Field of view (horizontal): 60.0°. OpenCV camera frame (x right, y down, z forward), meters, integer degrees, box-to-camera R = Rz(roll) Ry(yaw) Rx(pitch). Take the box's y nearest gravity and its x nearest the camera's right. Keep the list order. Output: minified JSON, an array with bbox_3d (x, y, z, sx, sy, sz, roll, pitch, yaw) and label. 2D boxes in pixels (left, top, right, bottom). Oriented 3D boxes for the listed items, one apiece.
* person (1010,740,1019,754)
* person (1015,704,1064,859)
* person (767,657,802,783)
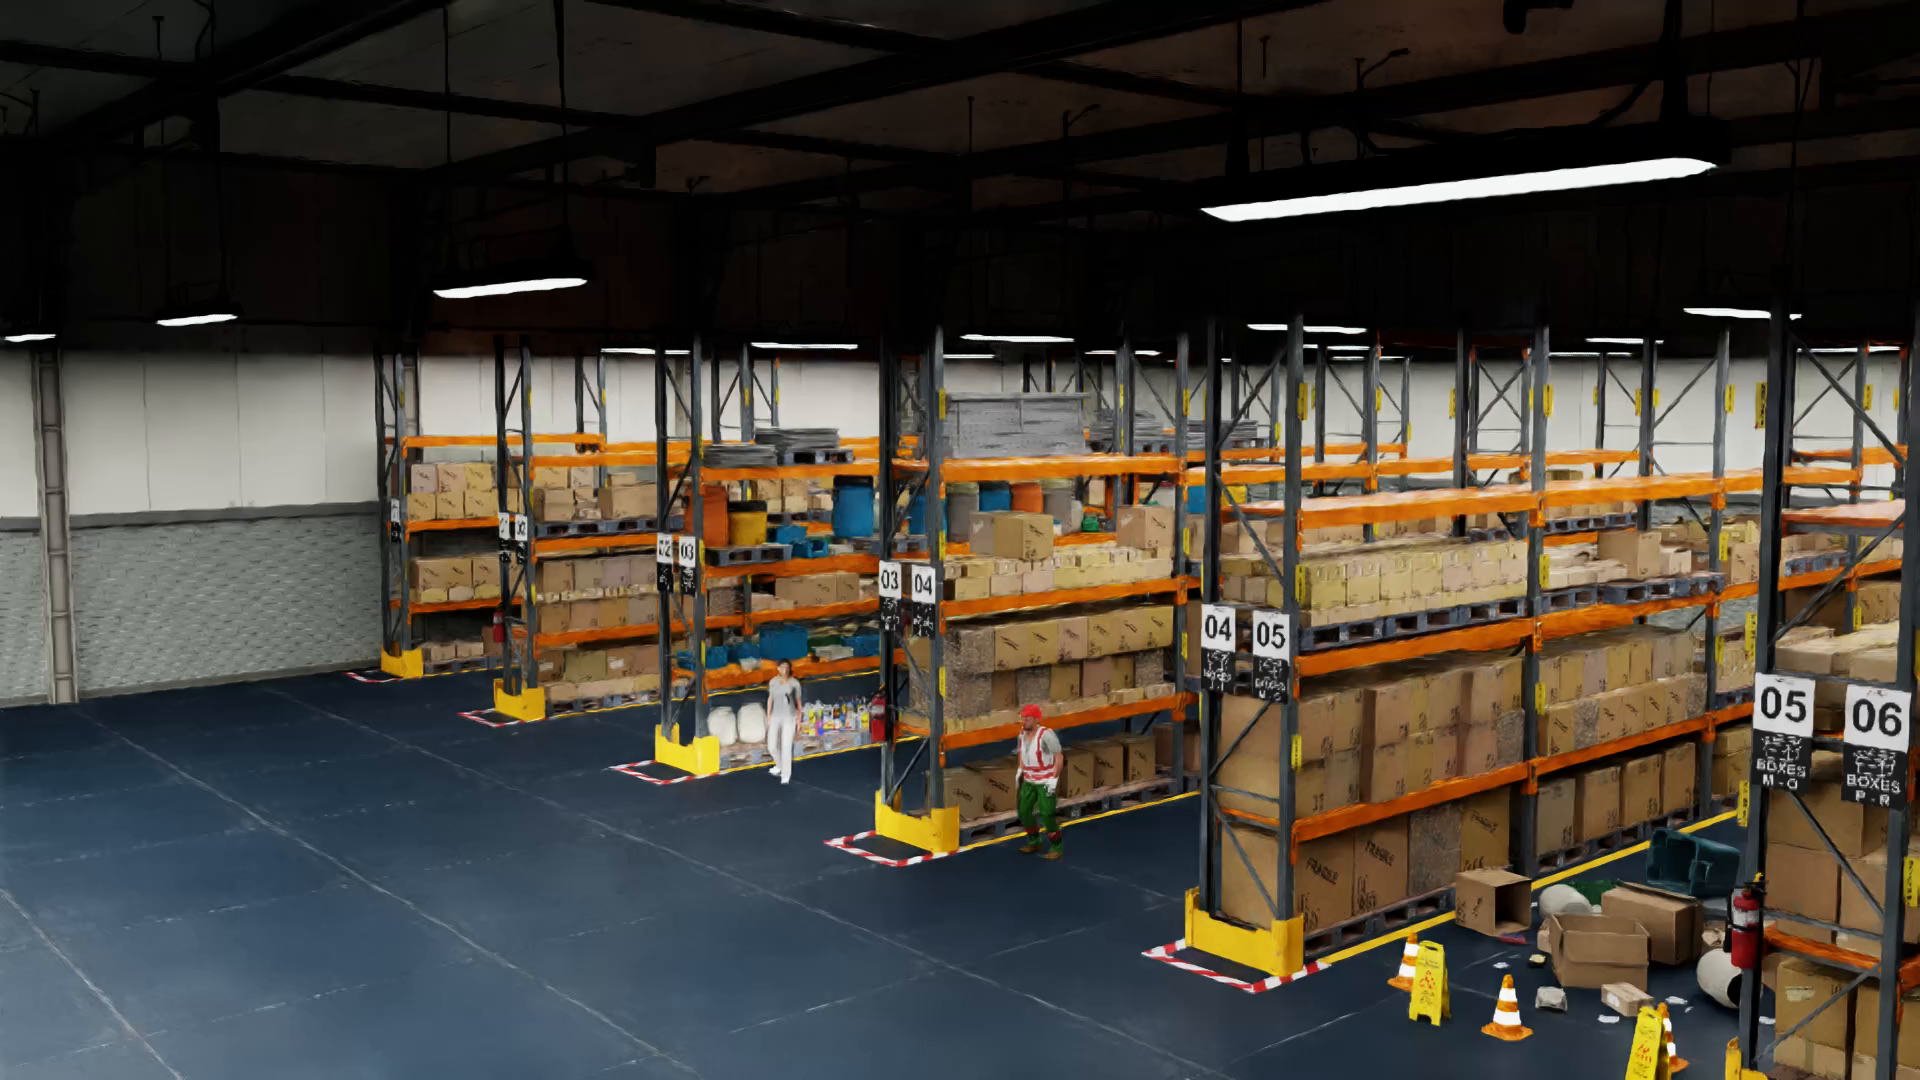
[{"bbox_3d":[0.945,2.197,23.773,0.814,1.616,0.636,-4,6,-35],"label":"person"},{"bbox_3d":[0.854,2.643,18.274,0.552,1.742,0.677,-5,7,-43],"label":"person"},{"bbox_3d":[-2.313,2.348,21.929,0.513,1.657,0.533,1,5,14],"label":"person"}]
